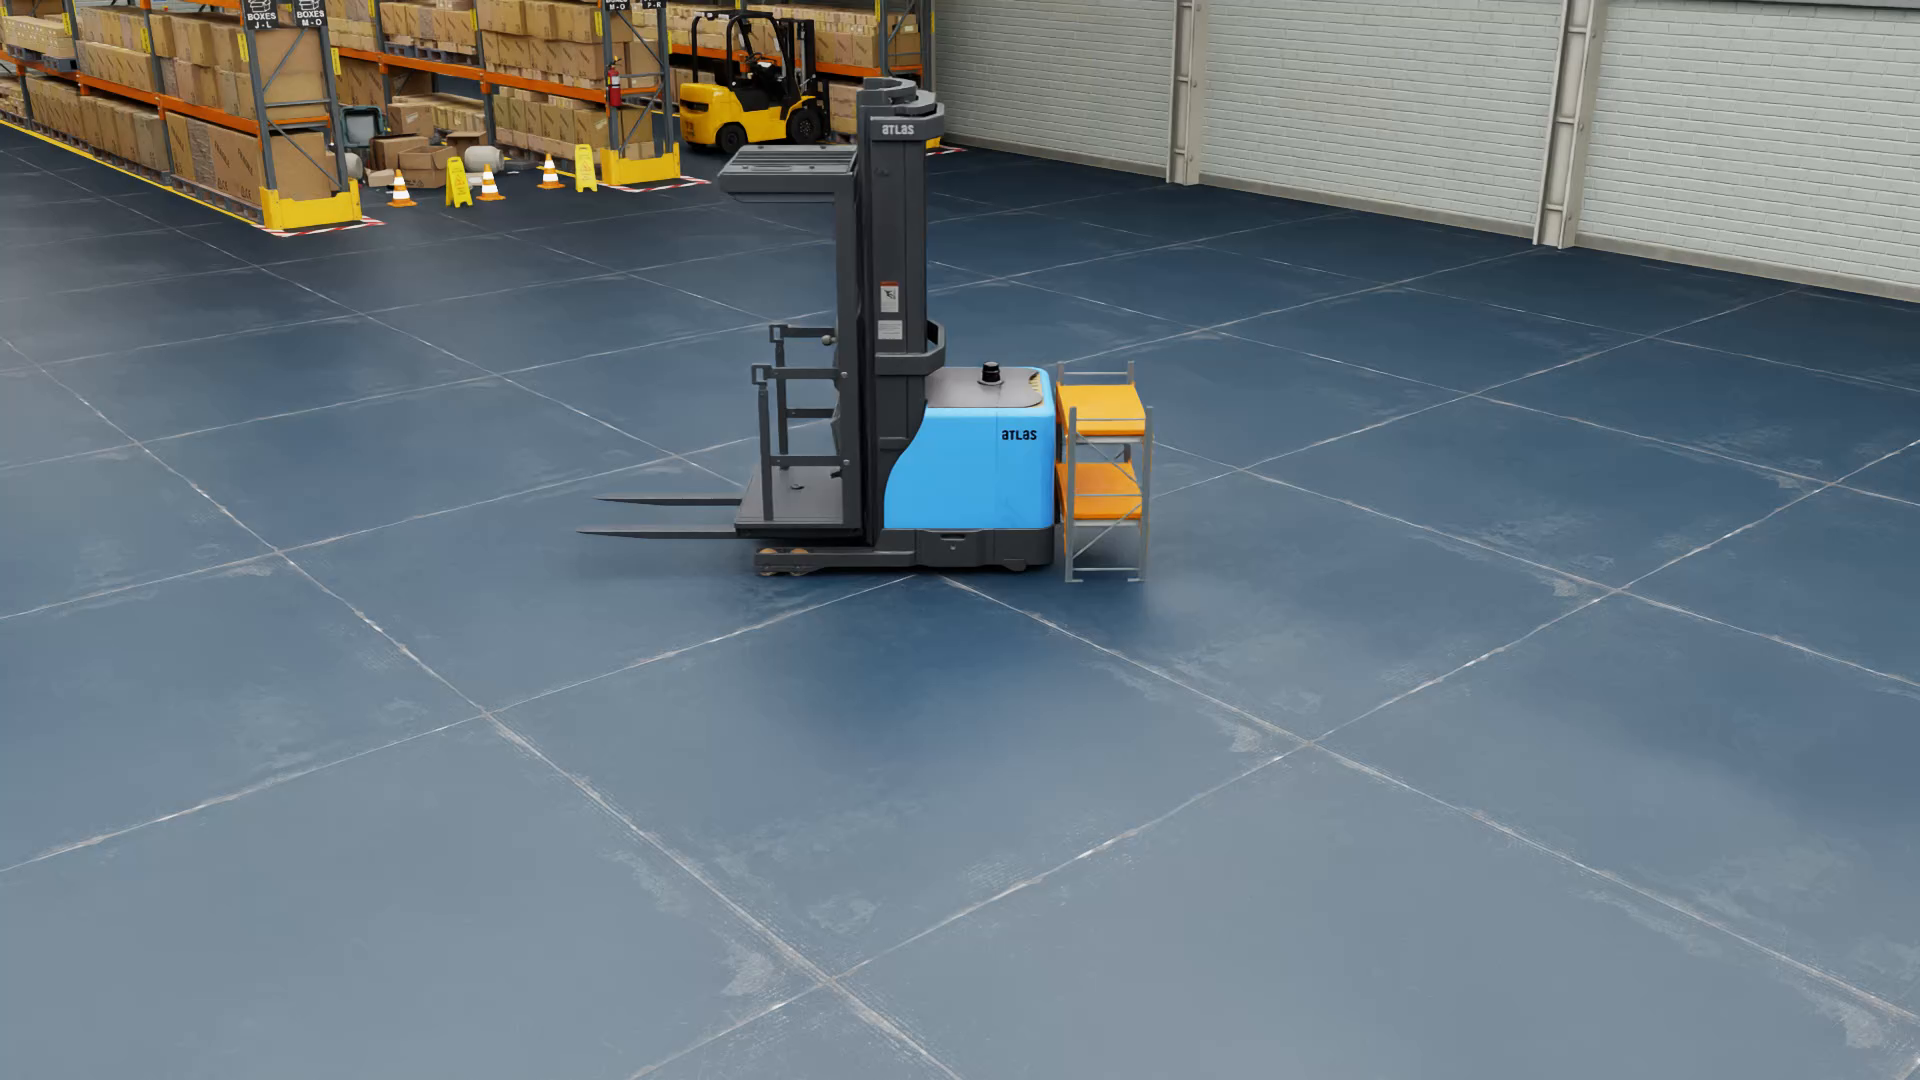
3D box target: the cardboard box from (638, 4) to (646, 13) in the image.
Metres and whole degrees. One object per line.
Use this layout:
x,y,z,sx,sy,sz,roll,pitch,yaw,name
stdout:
-5.947,-10.201,31.890,0.380,0.149,0.250,-17,27,-36,cardboard box

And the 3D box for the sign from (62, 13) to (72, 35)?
-13.954,-8.066,25.985,0.100,0.325,0.005,-17,27,-37,sign

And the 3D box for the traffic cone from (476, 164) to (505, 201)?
-6.520,-4.964,23.023,0.336,0.463,0.334,-17,27,-37,traffic cone

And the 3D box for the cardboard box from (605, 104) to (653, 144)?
-4.976,-6.251,24.997,0.500,0.500,0.500,-19,28,-39,cardboard box

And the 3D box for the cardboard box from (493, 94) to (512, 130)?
-7.073,-6.834,26.485,0.500,0.500,0.500,-16,26,-35,cardboard box

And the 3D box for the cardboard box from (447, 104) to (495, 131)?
-8.070,-7.111,28.053,0.950,0.372,0.625,-15,26,-34,cardboard box

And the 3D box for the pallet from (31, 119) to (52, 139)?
-15.651,-7.287,29.300,1.003,0.211,1.213,-17,27,-37,pallet

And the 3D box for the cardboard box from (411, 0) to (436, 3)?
-9.358,-9.223,29.298,0.500,0.500,0.500,-18,28,-39,cardboard box

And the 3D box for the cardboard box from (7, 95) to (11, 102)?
-17.251,-8.119,30.524,0.380,0.149,0.250,-17,27,-36,cardboard box

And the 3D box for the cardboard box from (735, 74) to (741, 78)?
-3.845,-8.211,30.514,0.875,0.625,0.625,-16,26,-35,cardboard box

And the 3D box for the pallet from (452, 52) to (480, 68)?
-7.643,-7.953,27.439,1.003,0.211,1.213,-17,27,-37,pallet

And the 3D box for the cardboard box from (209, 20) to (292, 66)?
-9.231,-6.487,21.746,0.875,0.550,0.550,-17,27,-37,cardboard box

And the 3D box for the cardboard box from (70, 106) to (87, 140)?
-14.177,-6.847,27.203,0.500,0.500,0.500,-18,27,-38,cardboard box

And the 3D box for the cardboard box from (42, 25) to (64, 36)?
-14.549,-8.220,26.810,0.380,0.149,0.250,-16,27,-36,cardboard box

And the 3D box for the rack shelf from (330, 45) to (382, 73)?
-11.170,-9.119,31.141,1.077,0.370,4.000,-17,27,-37,rack shelf

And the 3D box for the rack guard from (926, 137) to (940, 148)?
-0.869,-6.704,27.414,1.175,0.500,0.348,-17,27,-37,rack guard

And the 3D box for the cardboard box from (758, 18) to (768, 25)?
-3.317,-9.106,29.093,0.380,0.149,0.250,-17,27,-36,cardboard box

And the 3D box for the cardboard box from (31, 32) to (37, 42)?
-15.060,-8.296,27.414,0.380,0.149,0.250,-17,27,-36,cardboard box

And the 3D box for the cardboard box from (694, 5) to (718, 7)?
-4.812,-10.069,31.551,0.380,0.149,0.250,-18,28,-38,cardboard box

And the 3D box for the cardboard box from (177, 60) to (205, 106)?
-10.049,-6.237,22.590,0.875,0.550,0.550,-17,27,-37,cardboard box

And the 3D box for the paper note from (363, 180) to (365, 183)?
-8.665,-5.265,24.394,0.172,0.023,0.155,-8,23,-19,paper note

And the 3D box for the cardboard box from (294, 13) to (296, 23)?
-12.402,-9.981,31.875,0.500,0.250,0.500,-18,28,-39,cardboard box

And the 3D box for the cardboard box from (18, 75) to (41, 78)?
-17.848,-8.840,31.960,0.380,0.149,0.250,-18,28,-39,cardboard box

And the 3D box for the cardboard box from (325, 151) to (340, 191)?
-9.147,-5.243,23.681,0.500,0.500,0.500,-12,25,-28,cardboard box

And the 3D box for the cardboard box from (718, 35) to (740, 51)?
-4.023,-8.986,30.020,0.500,0.250,0.500,-17,27,-36,cardboard box

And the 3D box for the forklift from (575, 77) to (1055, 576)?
-0.921,-1.334,10.370,3.031,2.935,1.130,0,21,0,forklift

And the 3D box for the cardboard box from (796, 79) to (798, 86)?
-2.758,-7.873,28.796,0.500,0.250,0.500,-16,27,-36,cardboard box

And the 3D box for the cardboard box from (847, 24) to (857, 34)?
-1.636,-8.402,27.295,0.380,0.149,0.250,-17,27,-36,cardboard box

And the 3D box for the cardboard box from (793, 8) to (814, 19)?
-2.612,-8.971,28.340,0.380,0.149,0.250,-18,27,-38,cardboard box

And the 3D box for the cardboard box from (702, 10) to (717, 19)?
-4.461,-9.558,30.247,0.380,0.149,0.250,-19,28,-39,cardboard box

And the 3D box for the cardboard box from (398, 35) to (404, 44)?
-9.491,-8.674,28.785,0.380,0.149,0.250,-20,29,-41,cardboard box

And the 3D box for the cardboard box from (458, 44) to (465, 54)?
-7.958,-8.029,27.138,0.380,0.149,0.250,-18,28,-39,cardboard box

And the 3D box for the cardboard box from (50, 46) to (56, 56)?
-14.380,-7.870,26.733,0.380,0.149,0.250,-18,27,-38,cardboard box

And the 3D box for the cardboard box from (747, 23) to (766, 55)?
-3.404,-8.841,29.307,0.500,0.500,0.500,-18,28,-39,cardboard box

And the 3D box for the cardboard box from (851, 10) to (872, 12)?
-1.612,-8.794,27.888,0.380,0.149,0.250,-16,27,-36,cardboard box

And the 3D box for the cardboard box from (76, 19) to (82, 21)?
-14.723,-8.657,27.927,0.380,0.149,0.250,-18,28,-38,cardboard box

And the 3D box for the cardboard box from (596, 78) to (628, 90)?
-5.049,-6.627,24.135,0.380,0.149,0.250,-16,27,-36,cardboard box

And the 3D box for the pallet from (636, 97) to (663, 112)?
-5.599,-8.549,32.522,1.003,0.211,1.213,-17,27,-37,pallet

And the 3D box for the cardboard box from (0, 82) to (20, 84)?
-17.576,-8.420,30.885,0.380,0.149,0.250,-17,27,-37,cardboard box

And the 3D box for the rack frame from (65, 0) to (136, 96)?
-13.549,-7.695,26.519,1.000,3.000,0.127,-17,27,-37,rack frame

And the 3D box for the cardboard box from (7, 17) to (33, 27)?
-16.065,-8.862,28.451,0.380,0.149,0.250,-17,27,-36,cardboard box

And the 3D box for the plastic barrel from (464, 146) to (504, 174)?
-7.138,-5.702,24.962,0.512,0.421,0.421,0,21,-1,plastic barrel

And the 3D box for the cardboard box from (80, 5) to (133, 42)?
-13.263,-8.081,25.995,0.700,0.500,0.500,-18,27,-38,cardboard box

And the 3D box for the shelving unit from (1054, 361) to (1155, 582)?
0.897,-0.455,10.603,0.538,1.125,1.048,0,21,-1,shelving unit

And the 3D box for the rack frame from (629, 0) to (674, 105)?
-6.107,-10.084,32.618,1.000,3.000,0.127,-17,27,-37,rack frame

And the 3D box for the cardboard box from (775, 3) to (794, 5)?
-3.059,-9.450,29.564,0.380,0.149,0.250,-17,27,-37,cardboard box

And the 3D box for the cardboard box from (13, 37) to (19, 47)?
-15.906,-8.516,28.381,0.380,0.149,0.250,-17,27,-37,cardboard box

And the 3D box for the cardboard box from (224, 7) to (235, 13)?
-14.991,-10.958,34.710,0.500,0.500,0.500,-18,27,-38,cardboard box

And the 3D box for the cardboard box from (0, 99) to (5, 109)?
-17.652,-8.129,30.958,0.380,0.149,0.250,-17,27,-37,cardboard box

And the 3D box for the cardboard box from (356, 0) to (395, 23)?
-10.401,-9.494,29.604,0.500,0.500,0.500,-18,28,-39,cardboard box

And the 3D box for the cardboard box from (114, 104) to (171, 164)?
-12.038,-6.156,25.097,1.050,0.750,0.750,-17,27,-37,cardboard box

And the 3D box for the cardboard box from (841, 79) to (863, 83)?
-1.703,-7.711,28.381,0.500,0.250,0.500,-18,27,-38,cardboard box

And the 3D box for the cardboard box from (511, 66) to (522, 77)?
-6.756,-7.316,25.894,0.380,0.149,0.250,-16,27,-36,cardboard box
